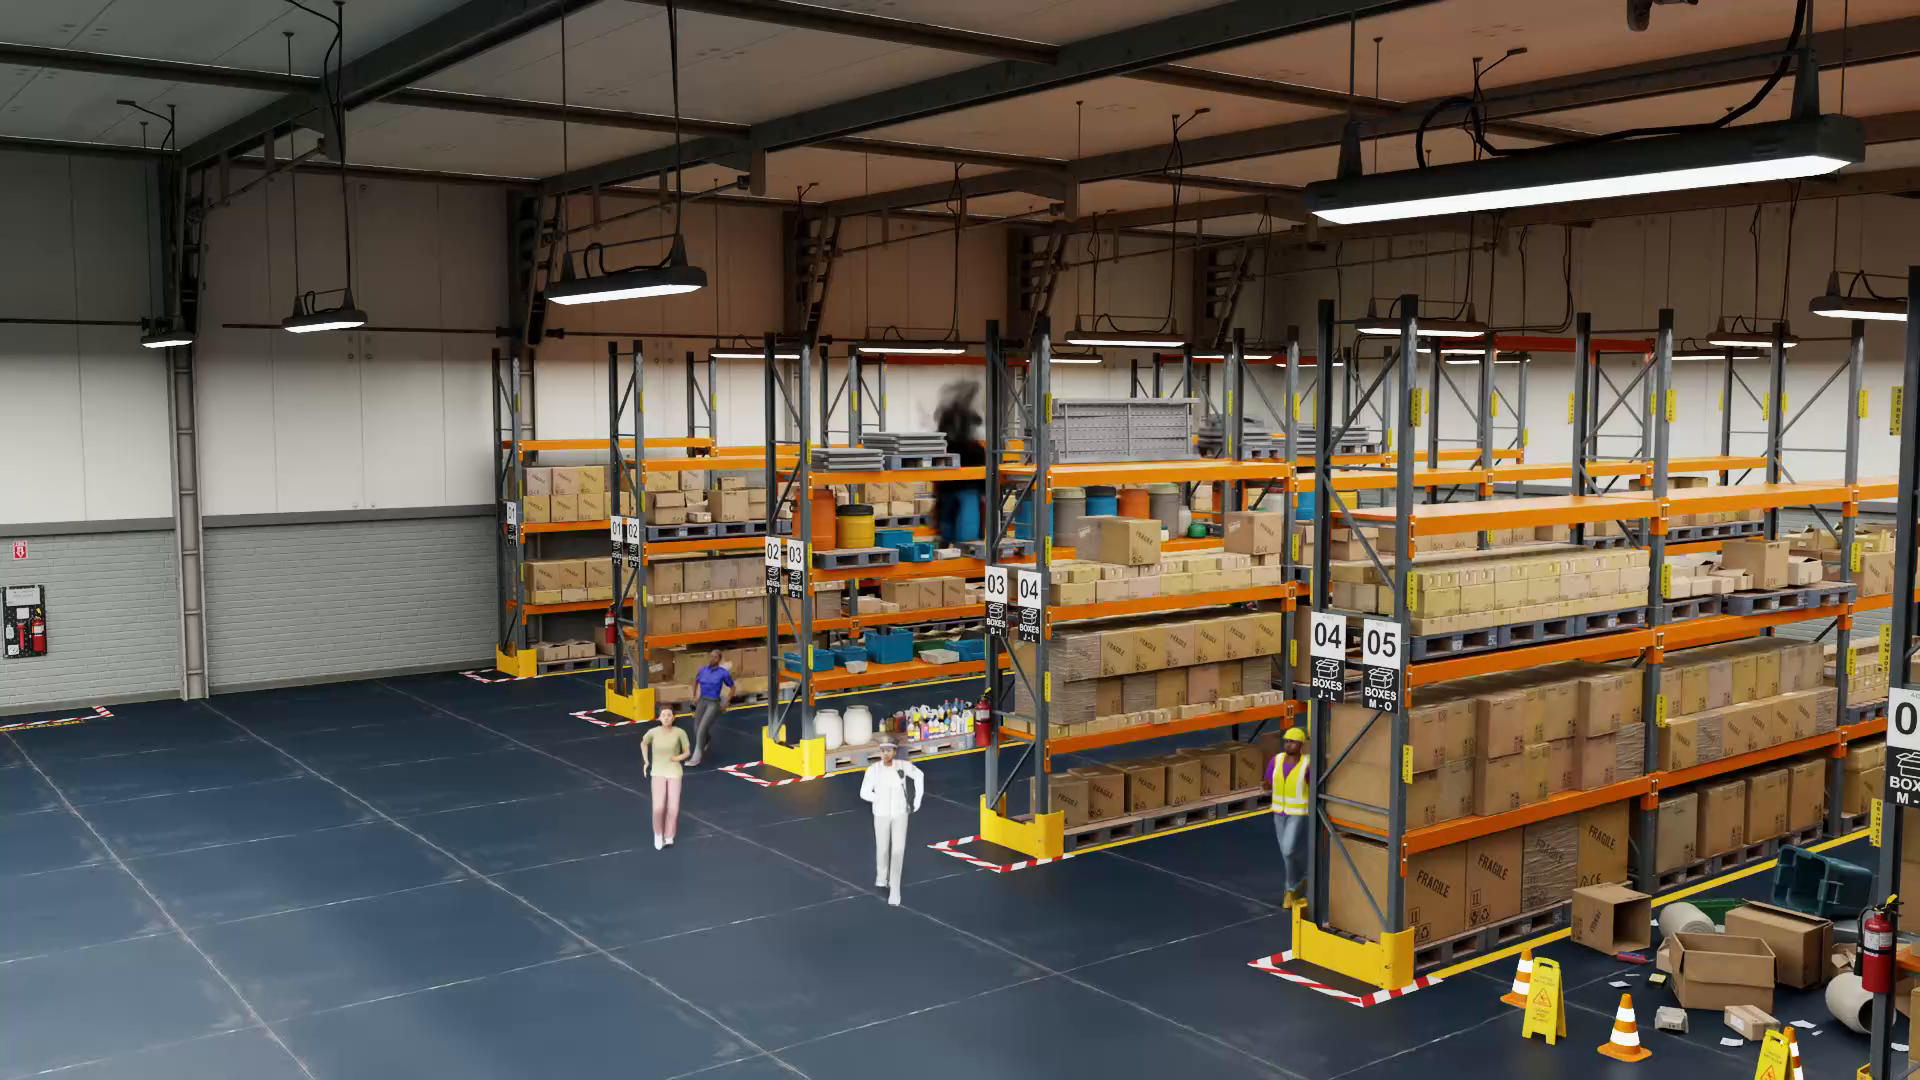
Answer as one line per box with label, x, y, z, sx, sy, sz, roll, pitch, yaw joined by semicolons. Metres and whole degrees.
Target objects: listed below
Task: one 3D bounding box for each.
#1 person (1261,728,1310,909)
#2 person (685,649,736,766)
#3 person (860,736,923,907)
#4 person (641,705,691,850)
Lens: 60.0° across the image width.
person;3.360;2.809;16.869;0.708;1.820;0.672;-5;7;-45
person;-3.472;2.325;23.277;0.633;1.599;0.763;2;5;18
person;-0.694;2.839;17.011;0.623;1.717;0.865;0;5;2
person;-3.317;2.678;18.783;0.550;1.641;0.638;-1;5;-11
